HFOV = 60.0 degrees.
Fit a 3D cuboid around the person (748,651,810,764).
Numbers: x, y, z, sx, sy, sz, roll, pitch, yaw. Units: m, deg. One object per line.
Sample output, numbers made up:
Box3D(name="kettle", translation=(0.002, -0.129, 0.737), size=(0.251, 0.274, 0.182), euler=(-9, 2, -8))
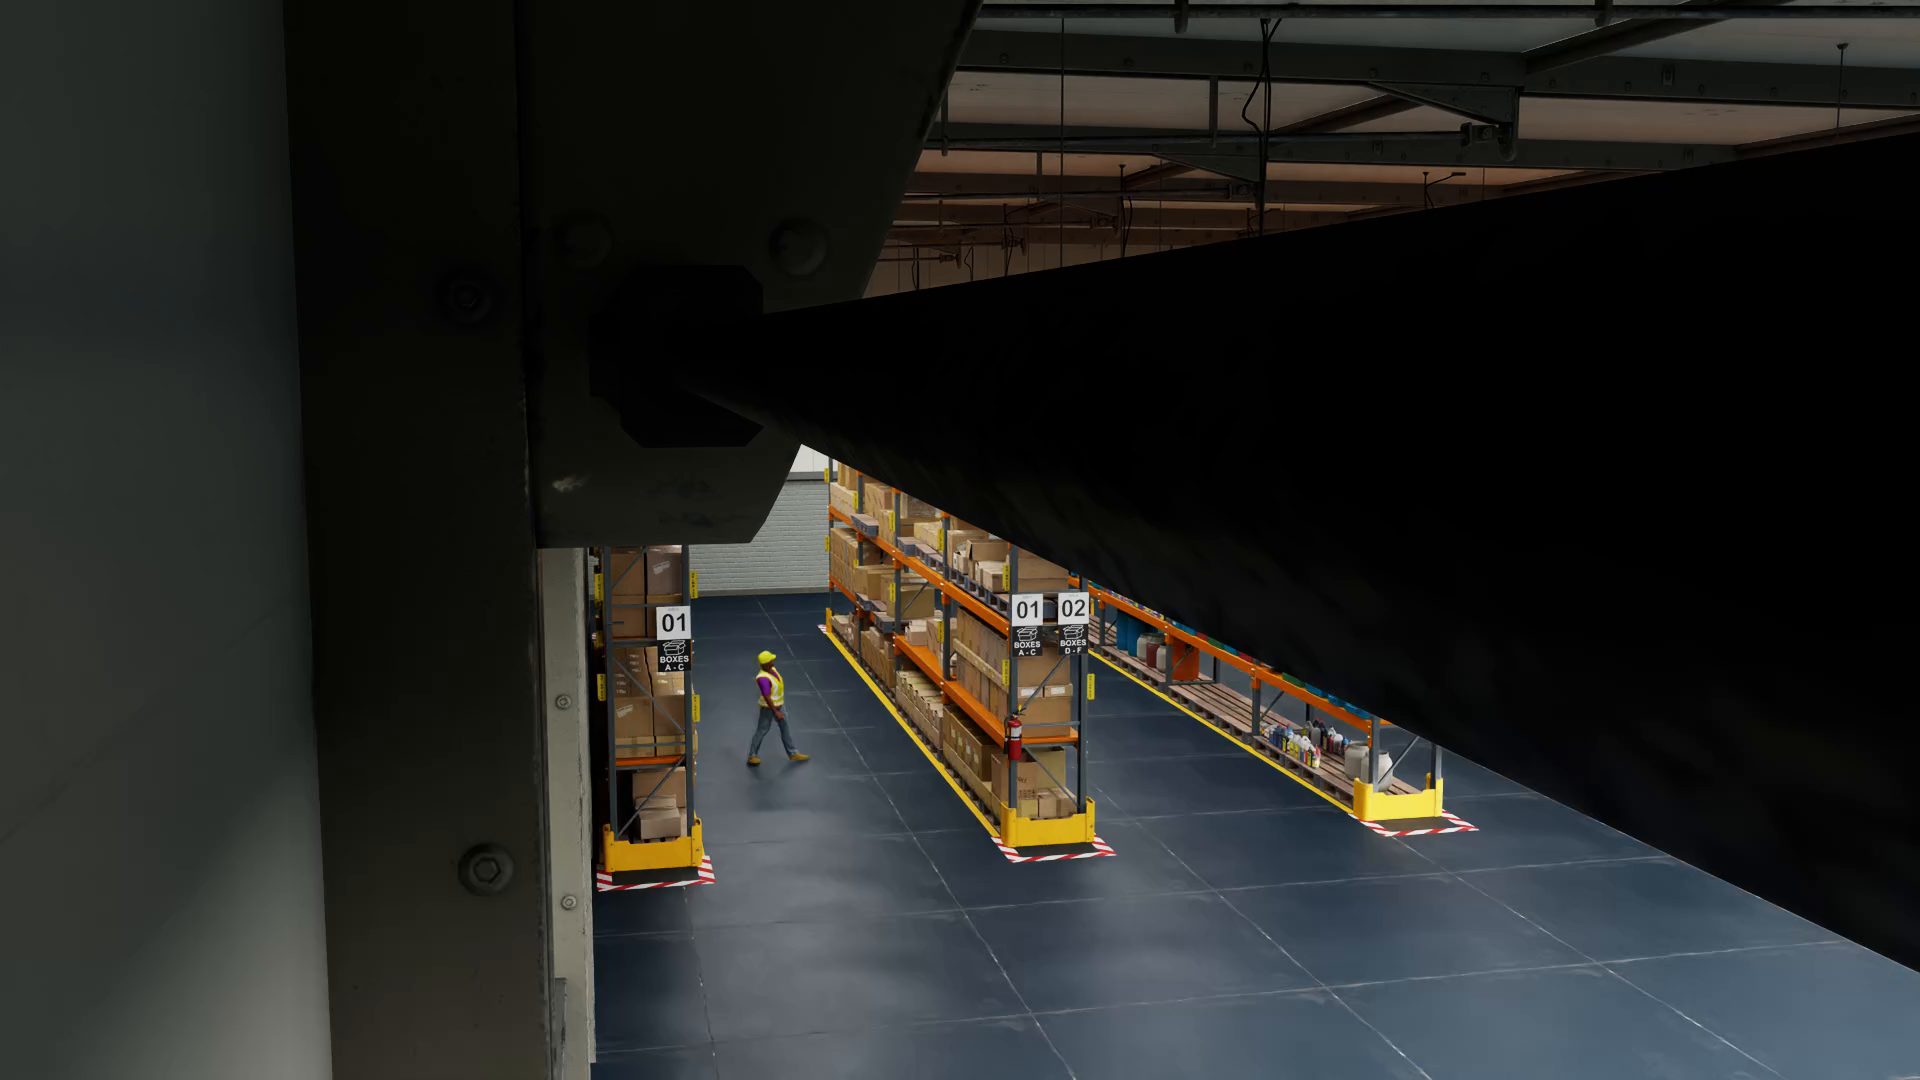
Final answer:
Box3D(name="person", translation=(-2.770, 2.501, 25.009), size=(0.828, 1.716, 0.701), euler=(3, 7, 24))
